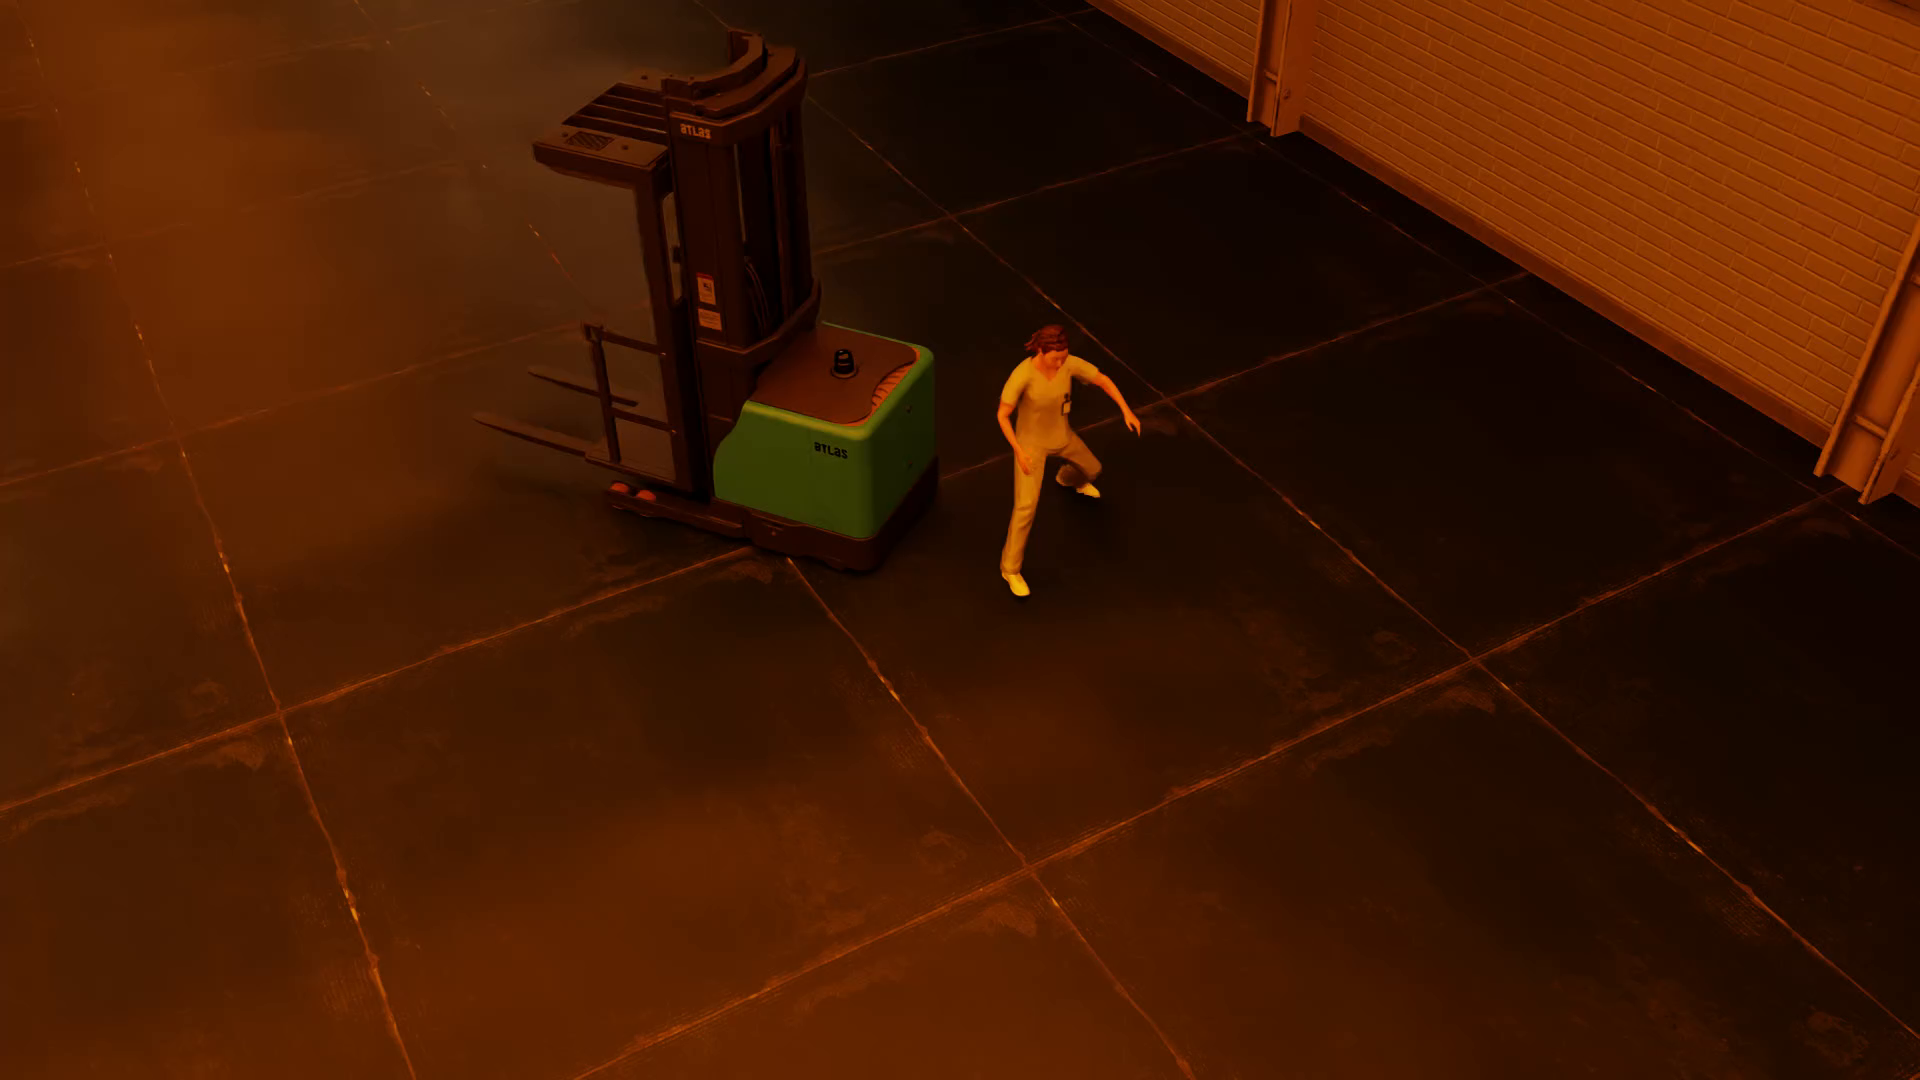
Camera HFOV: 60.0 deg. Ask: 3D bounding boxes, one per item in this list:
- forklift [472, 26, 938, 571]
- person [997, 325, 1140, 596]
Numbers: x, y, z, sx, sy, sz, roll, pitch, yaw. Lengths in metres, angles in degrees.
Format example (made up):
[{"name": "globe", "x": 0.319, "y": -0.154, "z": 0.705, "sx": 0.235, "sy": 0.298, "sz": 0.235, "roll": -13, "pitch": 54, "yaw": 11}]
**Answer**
[{"name": "forklift", "x": -1.701, "y": -1.565, "z": 9.923, "sx": 3.031, "sy": 2.935, "sz": 1.130, "roll": 16, "pitch": 42, "yaw": 18}, {"name": "person", "x": 0.573, "y": -0.584, "z": 9.891, "sx": 0.977, "sy": 1.521, "sz": 0.964, "roll": -17, "pitch": 43, "yaw": -20}]
